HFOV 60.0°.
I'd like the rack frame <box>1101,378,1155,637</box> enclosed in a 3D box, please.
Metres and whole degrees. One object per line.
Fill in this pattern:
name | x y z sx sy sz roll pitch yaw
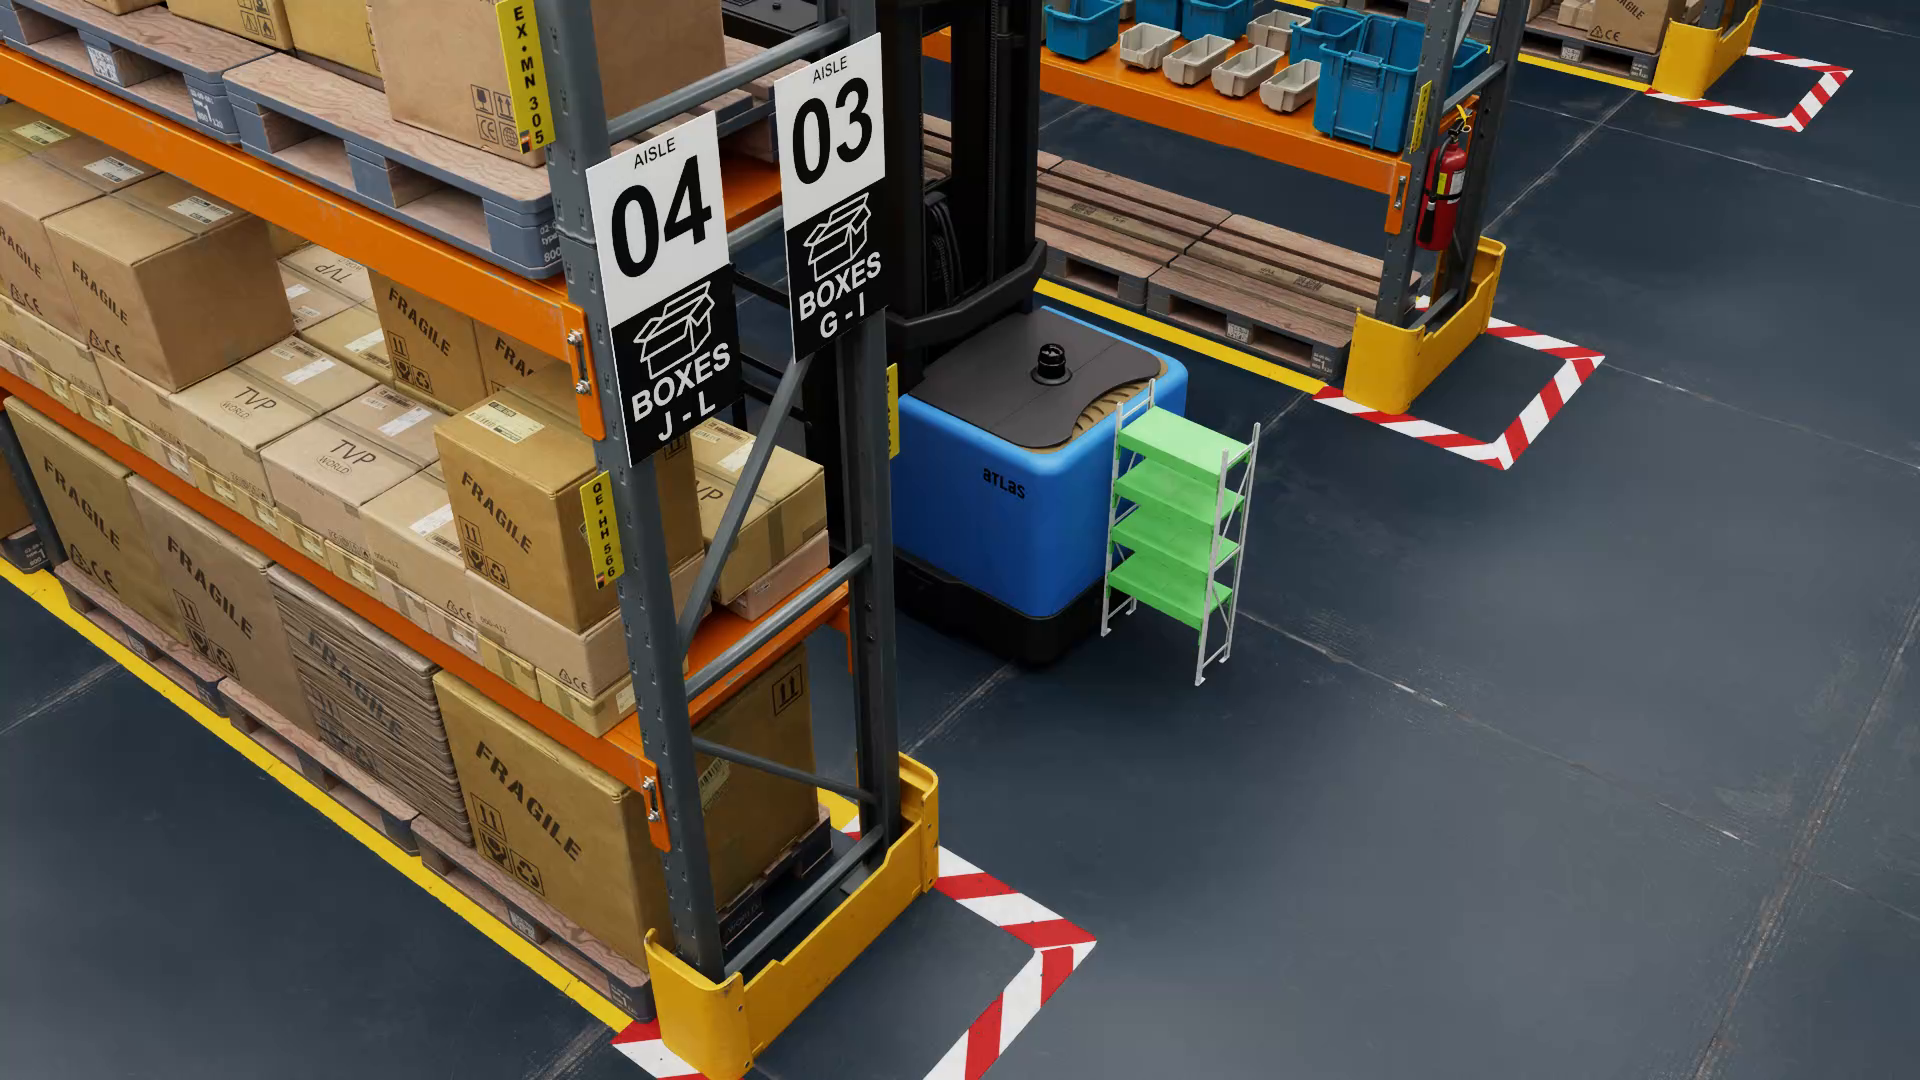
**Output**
rack frame | 0.695 -0.112 6.920 0.015 1.200 0.240 27 46 30

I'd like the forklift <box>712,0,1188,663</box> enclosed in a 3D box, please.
forklift | -0.482 -1.403 7.164 3.031 2.935 1.130 27 46 30

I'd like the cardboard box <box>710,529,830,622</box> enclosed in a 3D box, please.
cardboard box | -0.643 0.070 5.432 0.250 0.149 0.380 26 45 29

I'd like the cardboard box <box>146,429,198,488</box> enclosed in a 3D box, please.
cardboard box | -2.676 -0.375 6.000 0.250 0.149 0.380 26 45 29

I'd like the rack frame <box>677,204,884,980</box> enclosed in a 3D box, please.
rack frame | -0.564 0.267 4.976 0.053 2.616 0.949 25 45 29

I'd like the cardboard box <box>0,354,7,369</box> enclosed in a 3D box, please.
cardboard box | -3.706 -0.860 6.619 0.250 0.149 0.380 25 45 29

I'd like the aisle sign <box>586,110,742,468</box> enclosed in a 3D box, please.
aisle sign | -0.687 -0.585 3.955 0.004 0.787 0.394 25 45 29

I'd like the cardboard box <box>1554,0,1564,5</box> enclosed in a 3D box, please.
cardboard box | 4.803 -4.205 12.561 0.500 0.250 0.500 25 45 29

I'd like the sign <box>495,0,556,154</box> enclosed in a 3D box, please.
sign | -0.903 -0.973 3.472 0.005 0.325 0.100 25 45 29

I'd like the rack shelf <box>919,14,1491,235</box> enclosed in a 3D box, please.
rack shelf | 0.859 -2.626 9.254 4.000 0.370 1.077 25 45 29

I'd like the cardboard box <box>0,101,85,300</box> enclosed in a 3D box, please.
cardboard box | -3.514 -1.282 6.226 0.500 0.500 0.500 25 45 29

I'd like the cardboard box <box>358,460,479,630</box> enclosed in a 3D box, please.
cardboard box | -1.510 -0.035 5.242 0.500 0.250 0.500 24 44 28

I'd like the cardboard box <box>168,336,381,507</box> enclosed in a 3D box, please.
cardboard box | -2.331 -0.418 5.731 0.500 0.250 0.500 25 45 29

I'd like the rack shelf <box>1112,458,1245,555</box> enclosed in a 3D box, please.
rack shelf | 0.882 -0.154 6.687 0.480 0.148 0.258 27 46 30

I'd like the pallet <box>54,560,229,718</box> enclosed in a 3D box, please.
pallet | -3.183 0.188 7.338 1.213 0.211 1.003 25 45 29

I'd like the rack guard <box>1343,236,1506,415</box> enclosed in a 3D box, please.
rack guard | 2.474 -1.173 8.843 0.348 0.500 1.175 25 45 29

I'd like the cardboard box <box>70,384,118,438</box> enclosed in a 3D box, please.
cardboard box | -3.078 -0.566 6.243 0.250 0.149 0.380 24 44 27

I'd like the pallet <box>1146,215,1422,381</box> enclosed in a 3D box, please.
pallet | 1.816 -1.390 9.354 1.213 0.211 1.003 25 45 29

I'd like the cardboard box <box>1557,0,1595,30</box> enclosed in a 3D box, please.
cardboard box | 4.611 -3.921 12.266 0.250 0.166 0.380 25 45 29

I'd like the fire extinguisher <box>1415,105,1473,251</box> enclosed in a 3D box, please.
fire extinguisher | 2.291 -1.704 7.858 0.183 0.674 0.296 25 45 29

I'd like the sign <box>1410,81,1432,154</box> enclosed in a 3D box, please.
sign | 2.126 -1.949 7.674 0.005 0.325 0.100 25 45 29

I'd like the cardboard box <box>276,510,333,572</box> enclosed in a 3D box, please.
cardboard box | -2.063 -0.087 5.631 0.250 0.149 0.380 25 45 29

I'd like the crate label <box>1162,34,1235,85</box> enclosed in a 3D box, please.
crate label | 1.232 -2.505 8.681 0.243 0.136 0.396 25 45 29

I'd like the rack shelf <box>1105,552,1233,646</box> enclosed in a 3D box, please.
rack shelf | 0.882 0.224 6.983 0.480 0.148 0.258 27 46 30

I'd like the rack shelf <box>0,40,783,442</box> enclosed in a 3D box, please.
rack shelf | -2.150 -1.382 5.232 4.000 0.370 1.077 25 45 29

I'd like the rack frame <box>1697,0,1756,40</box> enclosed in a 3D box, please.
rack frame | 5.460 -4.584 11.172 0.127 3.000 1.000 25 45 29

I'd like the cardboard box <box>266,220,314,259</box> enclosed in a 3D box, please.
cardboard box | -2.816 -1.355 6.320 0.500 0.500 0.500 26 45 29

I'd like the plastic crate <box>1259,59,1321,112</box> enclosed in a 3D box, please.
plastic crate | 1.690 -2.297 8.415 0.243 0.136 0.396 25 45 29

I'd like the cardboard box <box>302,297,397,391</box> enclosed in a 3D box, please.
cardboard box | -2.011 -0.679 6.065 0.500 0.250 0.500 24 44 28

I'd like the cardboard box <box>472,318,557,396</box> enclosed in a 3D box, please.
cardboard box | -1.176 -0.587 5.339 0.500 0.500 0.500 24 44 28

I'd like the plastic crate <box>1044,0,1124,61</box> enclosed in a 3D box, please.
plastic crate | 0.660 -2.761 8.931 0.300 0.233 0.416 25 45 29

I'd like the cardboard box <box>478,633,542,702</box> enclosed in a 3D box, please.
cardboard box | -1.252 0.295 5.143 0.250 0.149 0.380 26 45 29

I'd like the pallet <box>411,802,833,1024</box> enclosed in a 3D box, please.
pallet | -1.244 1.102 6.171 1.213 0.211 1.003 25 45 29

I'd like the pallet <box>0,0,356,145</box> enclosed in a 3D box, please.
pallet | -2.131 -1.610 5.012 1.213 0.211 1.003 25 45 29

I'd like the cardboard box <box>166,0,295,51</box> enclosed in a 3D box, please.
cardboard box | -1.821 -1.768 4.639 0.500 0.500 0.700 22 43 26

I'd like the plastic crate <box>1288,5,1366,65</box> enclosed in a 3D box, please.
plastic crate | 1.928 -2.618 8.748 0.300 0.233 0.416 25 45 29

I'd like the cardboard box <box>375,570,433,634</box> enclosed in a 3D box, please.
cardboard box | -1.650 0.106 5.385 0.250 0.149 0.380 26 45 29

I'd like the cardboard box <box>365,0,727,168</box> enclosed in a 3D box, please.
cardboard box | -1.007 -1.328 4.077 0.500 0.500 0.700 23 43 26

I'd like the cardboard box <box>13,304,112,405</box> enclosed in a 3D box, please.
cardboard box | -3.133 -0.798 6.216 0.500 0.250 0.500 25 44 28

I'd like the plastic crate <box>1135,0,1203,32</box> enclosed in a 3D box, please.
plastic crate | 1.167 -2.977 9.206 0.300 0.233 0.416 25 45 29

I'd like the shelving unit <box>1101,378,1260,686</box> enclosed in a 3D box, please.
shelving unit | 0.882 -0.015 6.796 0.503 1.200 0.258 27 46 30

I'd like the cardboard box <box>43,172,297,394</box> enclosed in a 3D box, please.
cardboard box | -2.711 -0.901 5.739 0.500 0.500 0.500 24 44 27

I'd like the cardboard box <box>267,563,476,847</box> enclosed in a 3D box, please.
cardboard box | -1.842 0.395 6.195 0.875 0.875 0.875 25 45 29

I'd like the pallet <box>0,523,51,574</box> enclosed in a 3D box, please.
pallet | -4.398 -0.387 8.073 1.213 0.211 1.003 25 45 29
